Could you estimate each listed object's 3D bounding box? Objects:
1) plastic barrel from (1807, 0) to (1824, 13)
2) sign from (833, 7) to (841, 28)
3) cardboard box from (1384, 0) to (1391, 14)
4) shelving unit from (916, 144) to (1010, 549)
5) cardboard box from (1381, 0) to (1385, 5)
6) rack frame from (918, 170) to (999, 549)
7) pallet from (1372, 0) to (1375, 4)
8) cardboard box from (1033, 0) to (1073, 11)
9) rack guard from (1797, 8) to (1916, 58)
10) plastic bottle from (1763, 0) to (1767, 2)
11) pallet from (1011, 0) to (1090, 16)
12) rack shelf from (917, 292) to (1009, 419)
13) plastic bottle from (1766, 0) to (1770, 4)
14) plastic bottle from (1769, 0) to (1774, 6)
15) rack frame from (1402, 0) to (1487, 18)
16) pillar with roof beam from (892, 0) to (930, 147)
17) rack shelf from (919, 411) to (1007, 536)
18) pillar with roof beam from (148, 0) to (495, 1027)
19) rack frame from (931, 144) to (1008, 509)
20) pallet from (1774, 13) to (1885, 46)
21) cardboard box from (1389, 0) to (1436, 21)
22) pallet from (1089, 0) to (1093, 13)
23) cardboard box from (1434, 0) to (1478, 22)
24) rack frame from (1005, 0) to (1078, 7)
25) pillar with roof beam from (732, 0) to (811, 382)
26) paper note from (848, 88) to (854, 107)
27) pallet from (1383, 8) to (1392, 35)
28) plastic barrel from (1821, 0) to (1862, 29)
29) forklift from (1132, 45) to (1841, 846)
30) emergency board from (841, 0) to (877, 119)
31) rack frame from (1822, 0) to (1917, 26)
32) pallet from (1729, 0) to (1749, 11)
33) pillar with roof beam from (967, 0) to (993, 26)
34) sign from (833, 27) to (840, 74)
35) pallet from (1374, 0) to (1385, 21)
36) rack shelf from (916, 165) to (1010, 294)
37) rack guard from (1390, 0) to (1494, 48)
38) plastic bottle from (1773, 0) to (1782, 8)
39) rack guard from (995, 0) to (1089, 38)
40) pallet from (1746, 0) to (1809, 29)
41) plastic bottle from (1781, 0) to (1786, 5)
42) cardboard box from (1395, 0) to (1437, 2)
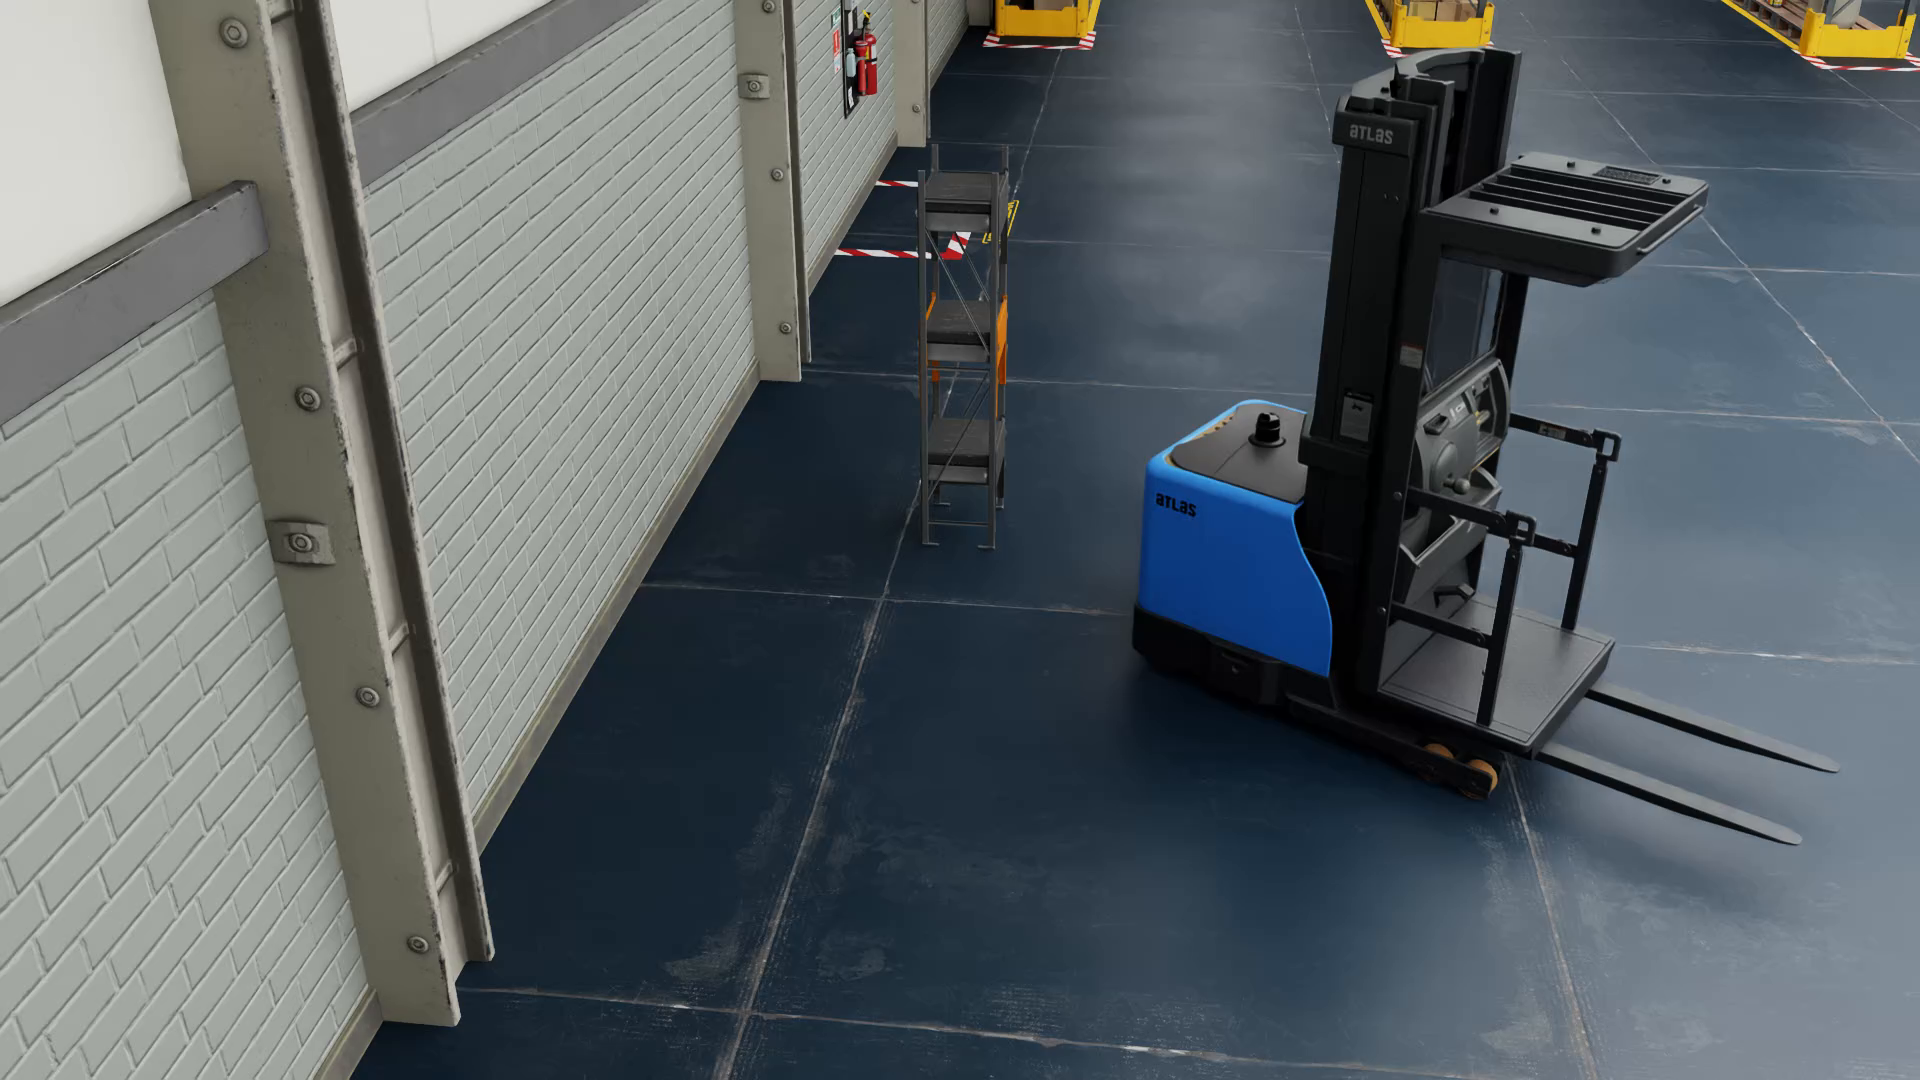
[{"bbox_3d":[10.929,-6.825,20.937,0.421,0.512,0.421,0,28,0],"label":"plastic barrel"},{"bbox_3d":[-0.978,-4.152,13.198,0.001,0.109,0.331,3,28,6],"label":"sign"},{"bbox_3d":[5.769,-6.955,21.454,0.500,0.250,0.500,3,28,6],"label":"cardboard box"},{"bbox_3d":[0.020,-1.002,8.897,0.431,2.100,0.503,3,28,6],"label":"shelving unit"},{"bbox_3d":[5.829,-7.191,21.891,0.500,0.250,0.500,3,28,6],"label":"cardboard box"},{"bbox_3d":[-0.010,-0.887,8.683,0.400,2.100,0.015,3,28,6],"label":"rack frame"},{"bbox_3d":[6.299,-7.759,23.429,1.003,0.211,1.213,3,28,6],"label":"pallet"},{"bbox_3d":[1.205,-7.092,21.622,0.500,0.311,0.500,0,28,0],"label":"cardboard box"},{"bbox_3d":[10.826,-6.124,20.089,1.175,0.500,0.348,3,28,6],"label":"rack guard"},{"bbox_3d":[10.728,-7.252,21.957,0.152,0.276,0.135,3,28,5],"label":"plastic bottle"},{"bbox_3d":[1.175,-6.950,21.927,1.003,0.211,1.213,3,28,6],"label":"pallet"},{"bbox_3d":[0.020,-0.990,8.903,0.431,0.518,0.480,3,28,6],"label":"rack shelf"},{"bbox_3d":[10.711,-7.187,21.836,0.152,0.276,0.135,4,29,7],"label":"plastic bottle"},{"bbox_3d":[10.649,-7.129,21.721,0.061,0.283,0.133,4,29,7],"label":"plastic bottle"},{"bbox_3d":[5.948,-7.475,19.963,1.000,3.000,0.127,3,28,6],"label":"rack frame"},{"bbox_3d":[3.795,-7.708,14.069,9.100,9.000,0.400,3,28,6],"label":"pillar with roof beam"},{"bbox_3d":[0.020,-0.374,9.235,0.431,0.518,0.480,3,28,6],"label":"rack shelf"},{"bbox_3d":[2.325,-2.059,3.584,9.100,9.000,0.400,3,28,6],"label":"pillar with roof beam"},{"bbox_3d":[0.050,-1.117,9.110,0.400,2.100,0.015,3,28,6],"label":"rack frame"},{"bbox_3d":[10.931,-6.378,20.867,1.003,0.211,1.213,3,28,6],"label":"pallet"},{"bbox_3d":[5.720,-6.719,21.016,0.500,0.250,0.500,3,28,6],"label":"cardboard box"},{"bbox_3d":[1.327,-7.522,22.990,1.003,0.211,1.213,3,28,6],"label":"pallet"},{"bbox_3d":[6.234,-6.689,20.960,0.500,0.250,0.500,3,28,6],"label":"cardboard box"},{"bbox_3d":[1.031,-7.761,20.494,1.000,3.000,0.127,3,28,6],"label":"rack frame"},{"bbox_3d":[3.060,-4.883,8.827,9.100,9.000,0.400,3,28,6],"label":"pillar with roof beam"},{"bbox_3d":[-0.908,-3.689,13.863,0.016,0.148,0.142,3,28,6],"label":"paper note"},{"bbox_3d":[6.000,-6.610,21.297,1.003,0.211,1.213,3,28,6],"label":"pallet"},{"bbox_3d":[10.868,-6.589,20.499,0.421,0.512,0.421,0,28,0],"label":"plastic barrel"},{"bbox_3d":[2.316,-0.458,7.010,3.031,2.935,1.130,20,34,33],"label":"forklift"},{"bbox_3d":[-0.818,-4.156,13.801,0.194,1.169,0.643,3,28,6],"label":"emergency board"},{"bbox_3d":[10.863,-7.186,19.425,1.000,3.000,0.127,3,28,6],"label":"rack frame"},{"bbox_3d":[11.230,-7.527,22.999,1.003,0.211,1.213,3,28,6],"label":"pallet"},{"bbox_3d":[4.531,-10.532,19.311,9.100,9.000,0.400,3,28,6],"label":"pillar with roof beam"},{"bbox_3d":[-0.988,-3.917,13.321,0.001,0.329,0.234,3,28,6],"label":"sign"},{"bbox_3d":[6.152,-7.183,22.360,1.003,0.211,1.213,3,28,6],"label":"pallet"},{"bbox_3d":[0.020,-1.607,8.571,0.431,0.518,0.480,3,28,6],"label":"rack shelf"},{"bbox_3d":[5.945,-6.363,20.534,1.175,0.500,0.348,3,28,6],"label":"rack guard"},{"bbox_3d":[10.653,-7.037,21.636,0.097,0.201,0.097,0,28,0],"label":"plastic bottle"},{"bbox_3d":[1.040,-6.697,21.153,1.175,0.500,0.348,3,28,6],"label":"rack guard"},{"bbox_3d":[11.083,-6.951,21.930,1.003,0.211,1.213,3,28,6],"label":"pallet"},{"bbox_3d":[10.817,-7.184,21.823,0.061,0.283,0.133,3,28,6],"label":"plastic bottle"},{"bbox_3d":[5.718,-7.049,20.838,0.500,0.500,0.500,3,28,6],"label":"cardboard box"}]
